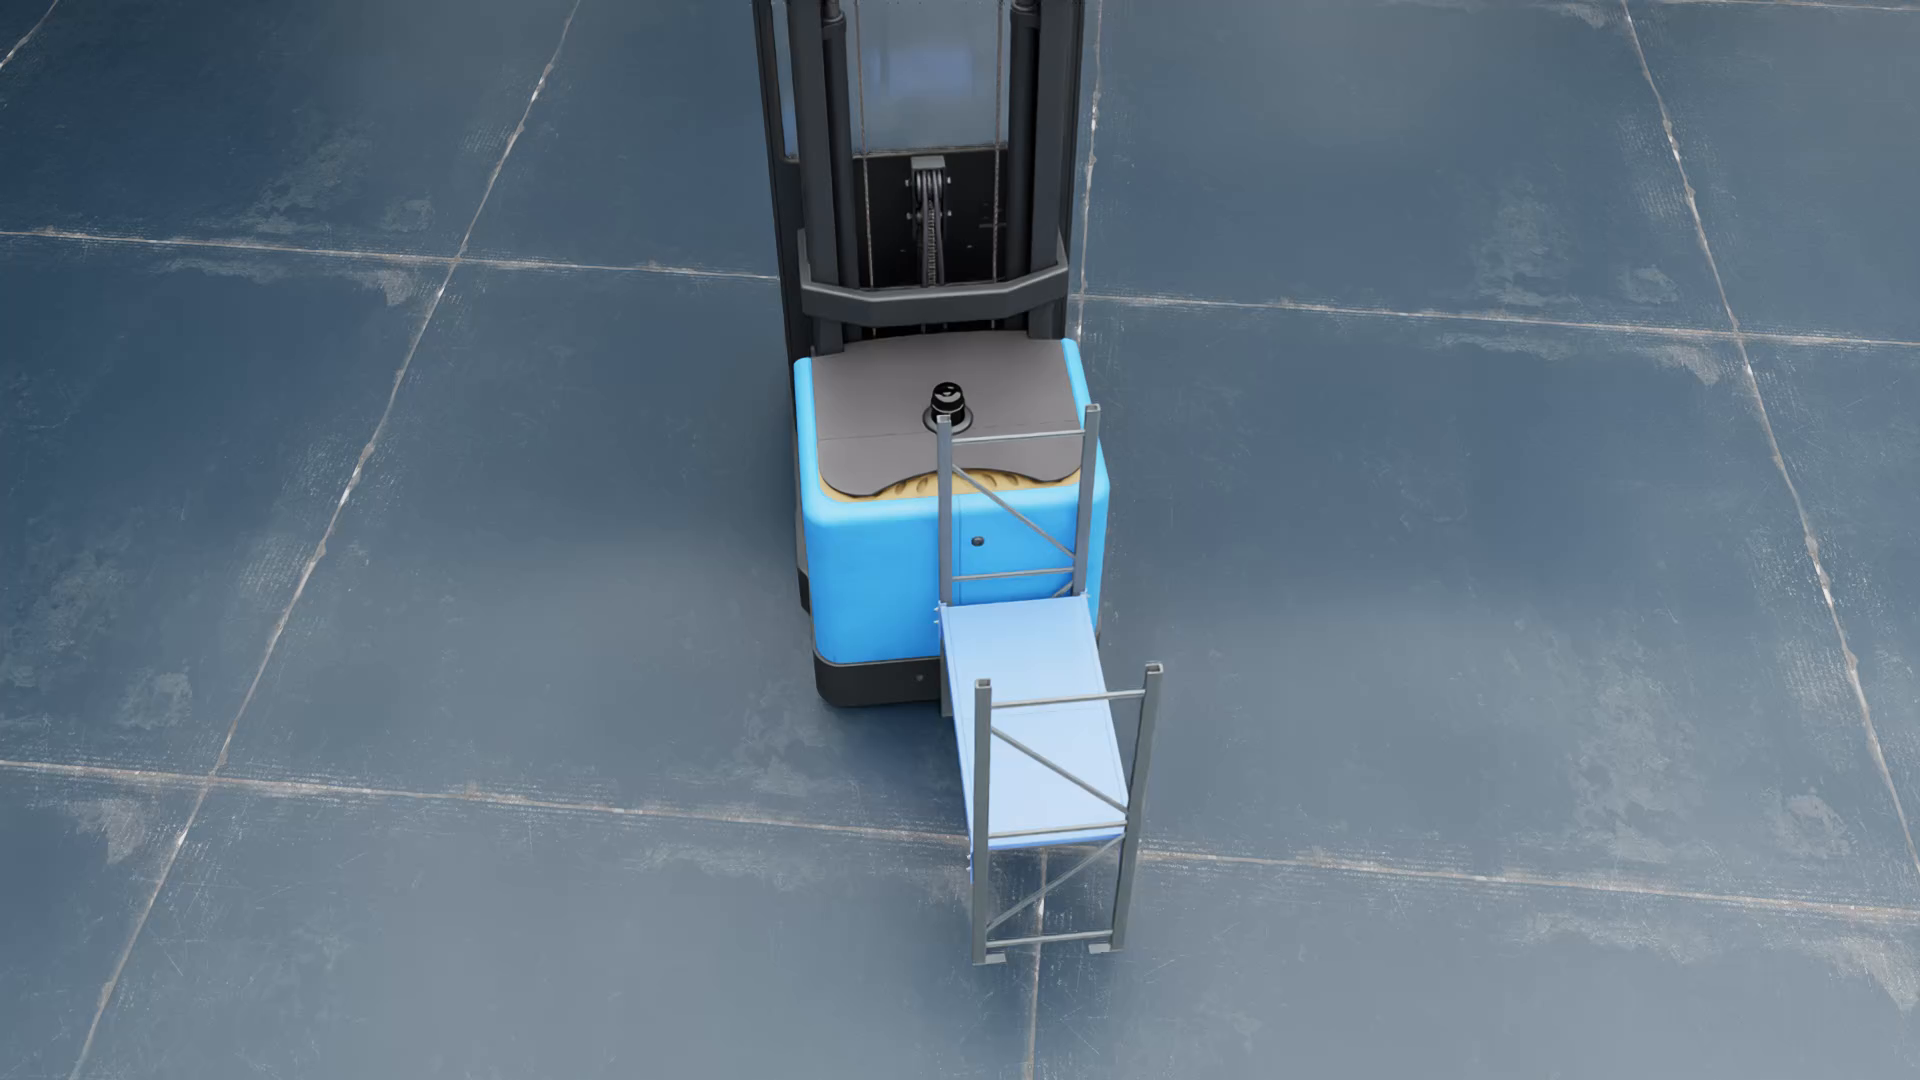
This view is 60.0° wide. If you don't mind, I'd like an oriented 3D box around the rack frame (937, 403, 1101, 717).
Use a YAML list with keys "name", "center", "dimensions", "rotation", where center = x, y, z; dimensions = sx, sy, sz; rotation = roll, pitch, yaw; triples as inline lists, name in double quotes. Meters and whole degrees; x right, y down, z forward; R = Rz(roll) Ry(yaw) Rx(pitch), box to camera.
- name: "rack frame"
  center: [0.179, 0.118, 5.625]
  dimensions: [0.500, 1.500, 0.032]
  rotation: [-5, 48, -4]

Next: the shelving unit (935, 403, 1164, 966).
- name: "shelving unit"
  center: [0.234, 0.491, 5.284]
  dimensions: [0.538, 1.500, 1.048]
  rotation: [-5, 48, -4]

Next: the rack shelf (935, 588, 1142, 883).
- name: "rack shelf"
  center: [0.234, 0.613, 5.417]
  dimensions: [0.538, 0.185, 1.000]
  rotation: [-5, 48, -4]

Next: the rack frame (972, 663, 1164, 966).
- name: "rack frame"
  center: [0.289, 0.864, 4.943]
  dimensions: [0.500, 1.500, 0.032]
  rotation: [-5, 48, -4]

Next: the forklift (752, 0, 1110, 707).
- name: "forklift"
  center: [-0.160, -1.474, 6.112]
  dimensions: [1.130, 2.935, 3.031]
  rotation: [-5, 48, -4]
